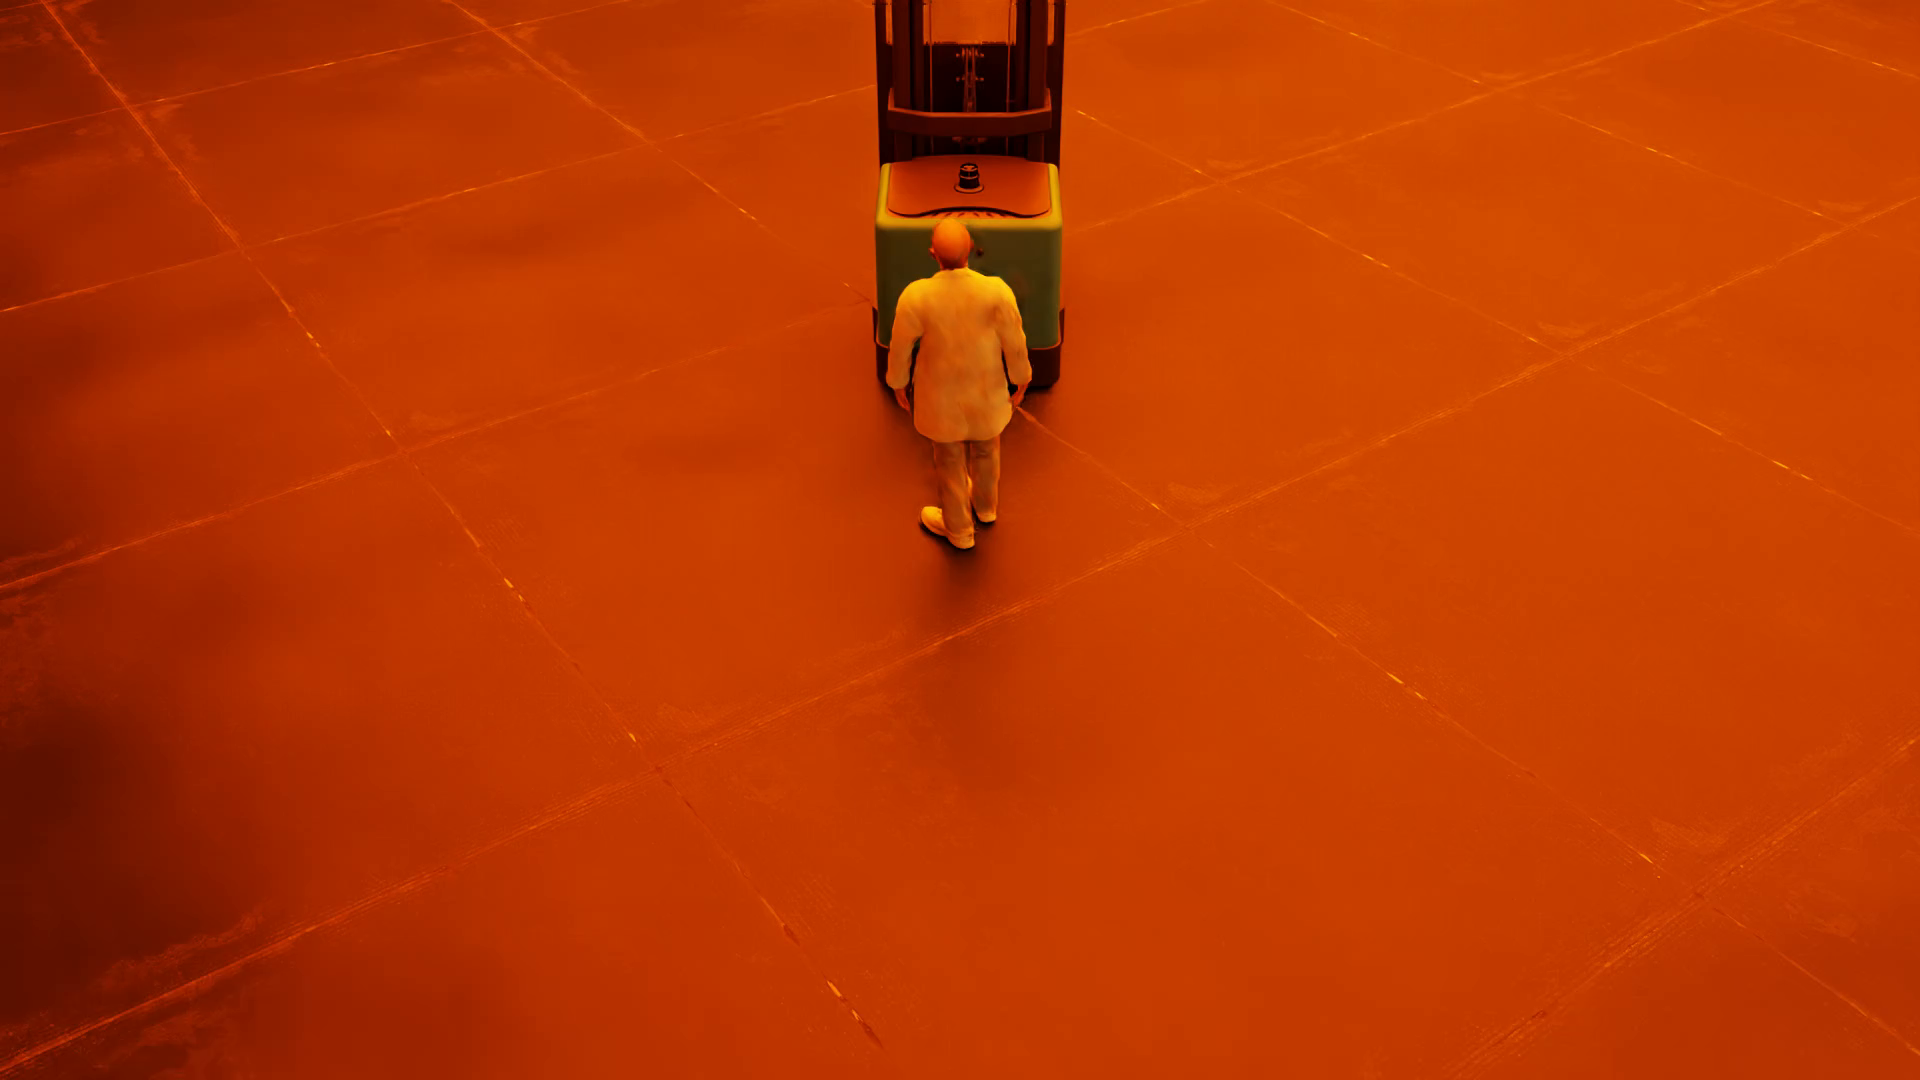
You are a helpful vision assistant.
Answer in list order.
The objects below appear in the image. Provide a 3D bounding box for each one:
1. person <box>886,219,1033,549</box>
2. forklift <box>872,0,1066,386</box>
[{"bbox_3d":[-0.002,-0.803,7.994,0.697,1.779,0.667,1,36,1],"label":"person"},{"bbox_3d":[0.059,-2.901,9.868,1.130,2.935,3.031,0,36,0],"label":"forklift"}]
